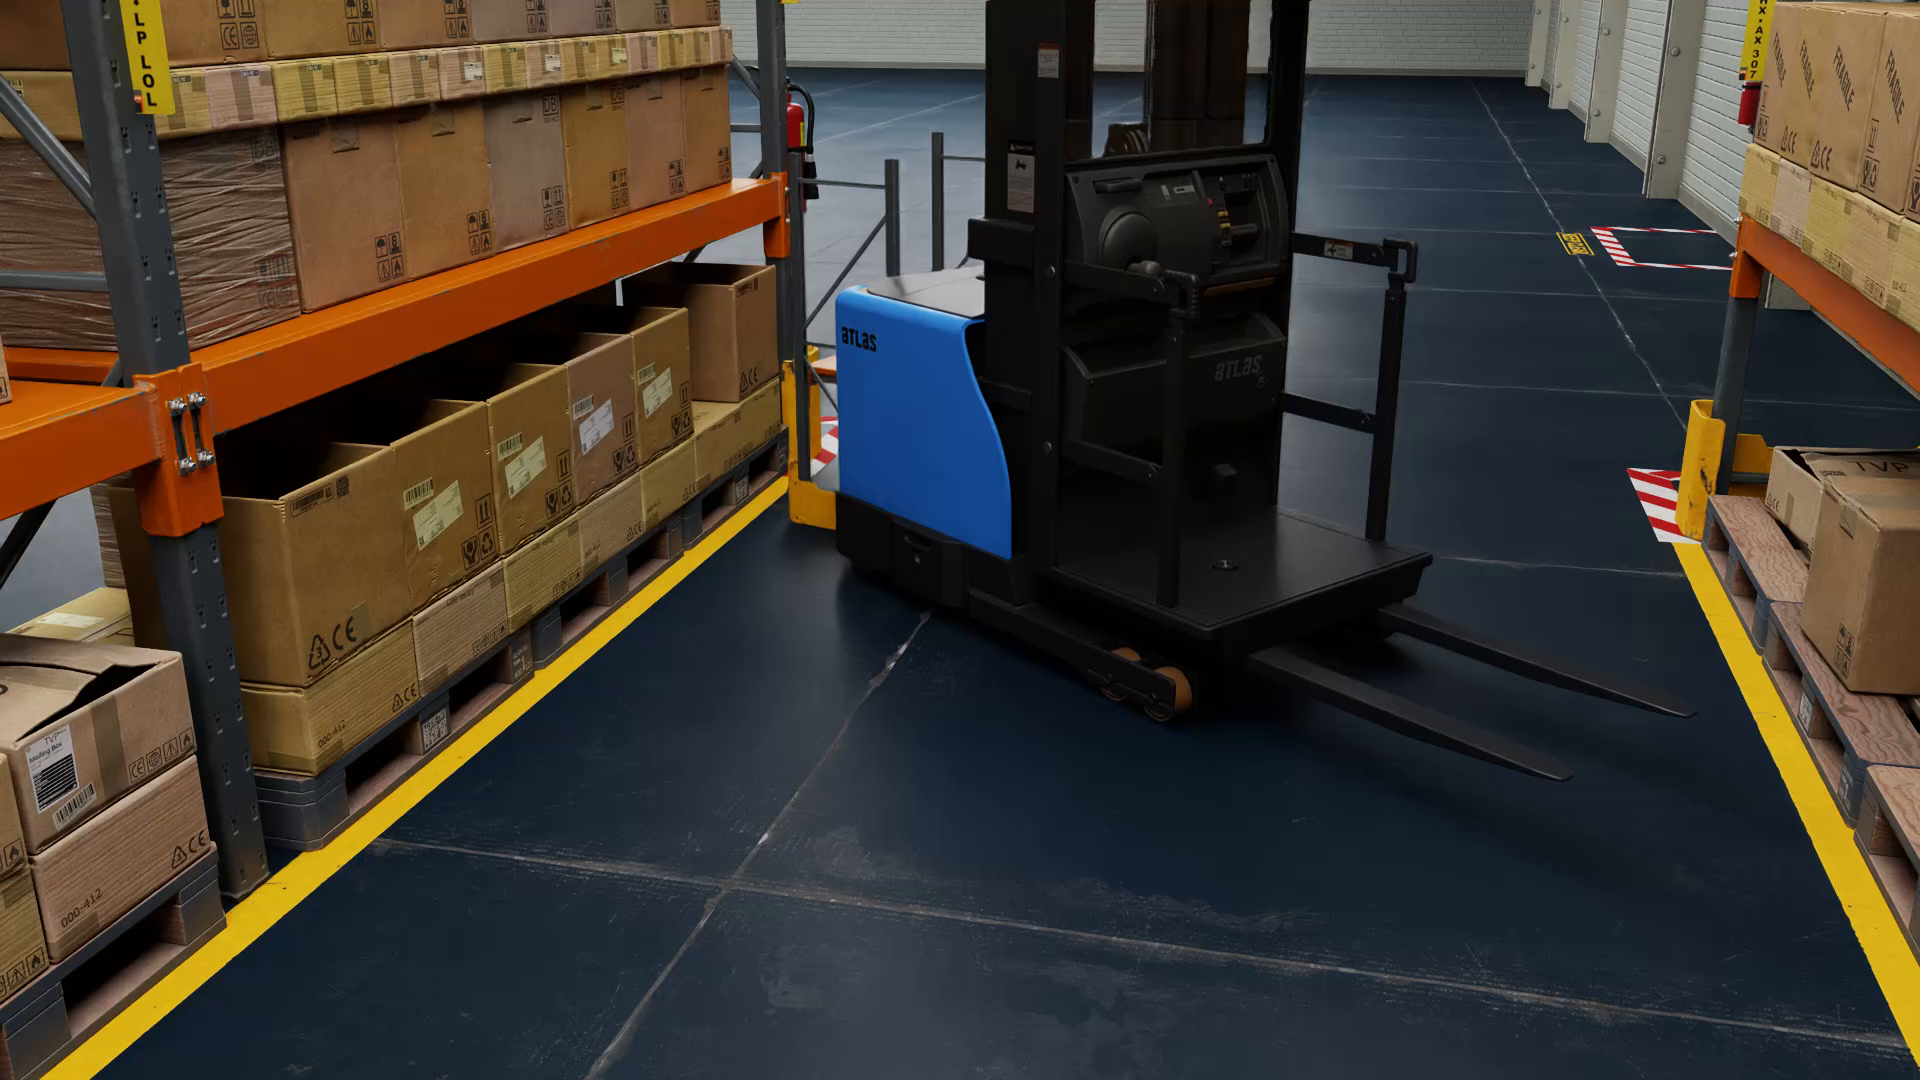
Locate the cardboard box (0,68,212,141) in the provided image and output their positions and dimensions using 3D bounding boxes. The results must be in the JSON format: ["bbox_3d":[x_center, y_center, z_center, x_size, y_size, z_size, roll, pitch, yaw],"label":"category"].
[{"bbox_3d":[-1.984,-1.011,3.848,0.380,0.149,0.250,5,19,13],"label":"cardboard box"}]

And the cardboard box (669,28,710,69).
[{"bbox_3d":[-1.231,-1.979,6.682,0.380,0.149,0.250,5,20,15],"label":"cardboard box"}]

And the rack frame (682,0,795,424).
[{"bbox_3d":[-1.260,-1.841,7.438,1.000,3.000,0.127,5,19,13],"label":"rack frame"}]

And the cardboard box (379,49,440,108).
[{"bbox_3d":[-1.735,-1.331,4.786,0.380,0.149,0.250,4,19,12],"label":"cardboard box"}]

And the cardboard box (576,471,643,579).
[{"bbox_3d":[-1.459,-0.076,5.875,0.500,0.250,0.500,5,19,13],"label":"cardboard box"}]

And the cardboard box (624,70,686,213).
[{"bbox_3d":[-1.510,-1.578,6.513,0.700,0.500,0.500,5,20,15],"label":"cardboard box"}]

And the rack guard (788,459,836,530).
[{"bbox_3d":[-0.447,-0.161,6.771,0.587,0.250,0.087,12,22,30],"label":"rack guard"}]

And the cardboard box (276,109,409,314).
[{"bbox_3d":[-2.012,-0.940,4.645,0.700,0.500,0.500,4,19,13],"label":"cardboard box"}]

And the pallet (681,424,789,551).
[{"bbox_3d":[-1.406,-0.279,7.177,1.003,0.211,1.213,5,19,13],"label":"pallet"}]

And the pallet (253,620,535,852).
[{"bbox_3d":[-2.002,0.486,4.938,1.003,0.211,1.213,5,19,13],"label":"pallet"}]

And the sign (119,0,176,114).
[{"bbox_3d":[-1.708,-1.058,3.476,0.100,0.325,0.005,5,19,13],"label":"sign"}]

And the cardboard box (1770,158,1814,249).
[{"bbox_3d":[3.005,-1.098,5.463,0.500,0.250,0.500,4,19,12],"label":"cardboard box"}]

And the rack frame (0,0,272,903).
[{"bbox_3d":[-2.237,-0.588,3.767,1.000,3.000,0.127,5,19,13],"label":"rack frame"}]

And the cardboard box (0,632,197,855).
[{"bbox_3d":[-2.058,0.399,3.615,0.500,0.311,0.500,5,19,13],"label":"cardboard box"}]

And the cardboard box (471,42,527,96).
[{"bbox_3d":[-1.609,-1.497,5.270,0.380,0.149,0.250,4,19,13],"label":"cardboard box"}]

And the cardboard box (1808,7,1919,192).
[{"bbox_3d":[2.874,-1.303,4.903,0.500,0.500,0.500,4,19,12],"label":"cardboard box"}]

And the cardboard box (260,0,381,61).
[{"bbox_3d":[-2.012,-1.547,4.414,0.700,0.500,0.500,5,19,13],"label":"cardboard box"}]

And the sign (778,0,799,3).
[{"bbox_3d":[-0.737,-2.454,7.074,0.100,0.325,0.005,5,19,13],"label":"sign"}]

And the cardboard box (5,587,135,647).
[{"bbox_3d":[-2.336,0.352,4.620,0.500,0.250,0.500,5,19,13],"label":"cardboard box"}]

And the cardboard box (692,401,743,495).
[{"bbox_3d":[-1.215,-0.390,6.792,0.500,0.250,0.500,5,19,13],"label":"cardboard box"}]

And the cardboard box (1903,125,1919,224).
[{"bbox_3d":[2.633,-0.977,3.949,0.500,0.500,0.500,4,19,12],"label":"cardboard box"}]

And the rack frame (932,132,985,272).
[{"bbox_3d":[0.096,-1.029,7.381,0.500,1.500,0.032,12,22,30],"label":"rack frame"}]

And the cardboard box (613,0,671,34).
[{"bbox_3d":[-1.522,-2.175,6.254,0.700,0.500,0.500,4,19,12],"label":"cardboard box"}]

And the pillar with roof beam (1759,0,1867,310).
[{"bbox_3d":[1.504,-6.223,10.985,9.100,9.000,0.400,5,19,13],"label":"pillar with roof beam"}]

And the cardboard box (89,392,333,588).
[{"bbox_3d":[-2.202,-0.158,4.955,0.500,0.500,0.500,5,19,13],"label":"cardboard box"}]

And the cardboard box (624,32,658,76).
[{"bbox_3d":[-1.357,-1.820,6.217,0.380,0.149,0.250,5,19,14],"label":"cardboard box"}]

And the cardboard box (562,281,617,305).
[{"bbox_3d":[-1.727,-0.786,6.793,0.500,0.500,0.500,5,19,13],"label":"cardboard box"}]

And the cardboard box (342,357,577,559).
[{"bbox_3d":[-1.576,-0.274,5.293,0.500,0.500,0.500,5,19,13],"label":"cardboard box"}]

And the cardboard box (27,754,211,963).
[{"bbox_3d":[-2.057,0.668,3.696,0.500,0.250,0.500,4,19,13],"label":"cardboard box"}]

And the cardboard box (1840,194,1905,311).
[{"bbox_3d":[2.749,-0.781,4.533,0.500,0.250,0.500,5,19,14],"label":"cardboard box"}]

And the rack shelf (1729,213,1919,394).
[{"bbox_3d":[3.056,-0.484,4.577,1.077,0.370,4.000,5,19,13],"label":"rack shelf"}]

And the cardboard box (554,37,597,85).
[{"bbox_3d":[-1.483,-1.655,5.734,0.380,0.149,0.250,5,20,15],"label":"cardboard box"}]

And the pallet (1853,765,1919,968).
[{"bbox_3d":[2.697,0.909,3.701,1.003,0.211,1.213,5,19,13],"label":"pallet"}]

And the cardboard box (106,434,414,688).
[{"bbox_3d":[-1.820,0.039,4.376,0.500,0.500,0.500,5,19,13],"label":"cardboard box"}]

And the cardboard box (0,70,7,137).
[{"bbox_3d":[-2.378,-1.044,3.945,0.380,0.149,0.250,5,19,13],"label":"cardboard box"}]

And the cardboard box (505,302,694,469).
[{"bbox_3d":[-1.332,-0.588,6.211,0.500,0.500,0.500,5,19,13],"label":"cardboard box"}]

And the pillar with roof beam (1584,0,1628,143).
[{"bbox_3d":[4.436,-9.984,21.997,9.100,9.000,0.400,5,19,13],"label":"pillar with roof beam"}]

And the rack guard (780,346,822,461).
[{"bbox_3d":[-1.254,-0.666,7.864,1.175,0.500,0.348,5,19,13],"label":"rack guard"}]

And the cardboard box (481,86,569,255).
[{"bbox_3d":[-1.762,-1.258,5.575,0.700,0.500,0.500,5,20,15],"label":"cardboard box"}]

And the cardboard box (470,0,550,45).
[{"bbox_3d":[-1.767,-1.860,5.332,0.700,0.500,0.500,5,19,13],"label":"cardboard box"}]

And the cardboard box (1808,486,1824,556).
[{"bbox_3d":[3.149,0.001,5.522,0.500,0.311,0.500,6,20,18],"label":"cardboard box"}]

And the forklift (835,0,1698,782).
[{"bbox_3d":[0.841,-1.016,5.127,1.130,2.935,3.031,-15,24,-36],"label":"forklift"}]

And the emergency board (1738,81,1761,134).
[{"bbox_3d":[6.319,-3.816,13.218,0.194,1.169,0.643,5,19,13],"label":"emergency board"}]

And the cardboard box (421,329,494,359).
[{"bbox_3d":[-1.976,-0.473,5.877,0.500,0.500,0.500,5,19,13],"label":"cardboard box"}]

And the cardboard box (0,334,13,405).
[{"bbox_3d":[-2.315,-0.359,3.330,0.500,0.250,0.500,6,20,17],"label":"cardboard box"}]

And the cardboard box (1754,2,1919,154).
[{"bbox_3d":[3.137,-1.619,5.827,0.500,0.500,0.500,5,19,13],"label":"cardboard box"}]

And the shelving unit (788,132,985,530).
[{"bbox_3d":[-0.181,-0.888,6.967,0.587,1.500,1.083,12,22,30],"label":"shelving unit"}]

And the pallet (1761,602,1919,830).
[{"bbox_3d":[2.993,0.525,4.824,1.003,0.211,1.213,5,19,13],"label":"pallet"}]

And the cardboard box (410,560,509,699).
[{"bbox_3d":[-1.703,0.237,4.957,0.500,0.250,0.500,5,19,13],"label":"cardboard box"}]

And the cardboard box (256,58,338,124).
[{"bbox_3d":[-1.861,-1.171,4.316,0.380,0.149,0.250,4,19,12],"label":"cardboard box"}]
